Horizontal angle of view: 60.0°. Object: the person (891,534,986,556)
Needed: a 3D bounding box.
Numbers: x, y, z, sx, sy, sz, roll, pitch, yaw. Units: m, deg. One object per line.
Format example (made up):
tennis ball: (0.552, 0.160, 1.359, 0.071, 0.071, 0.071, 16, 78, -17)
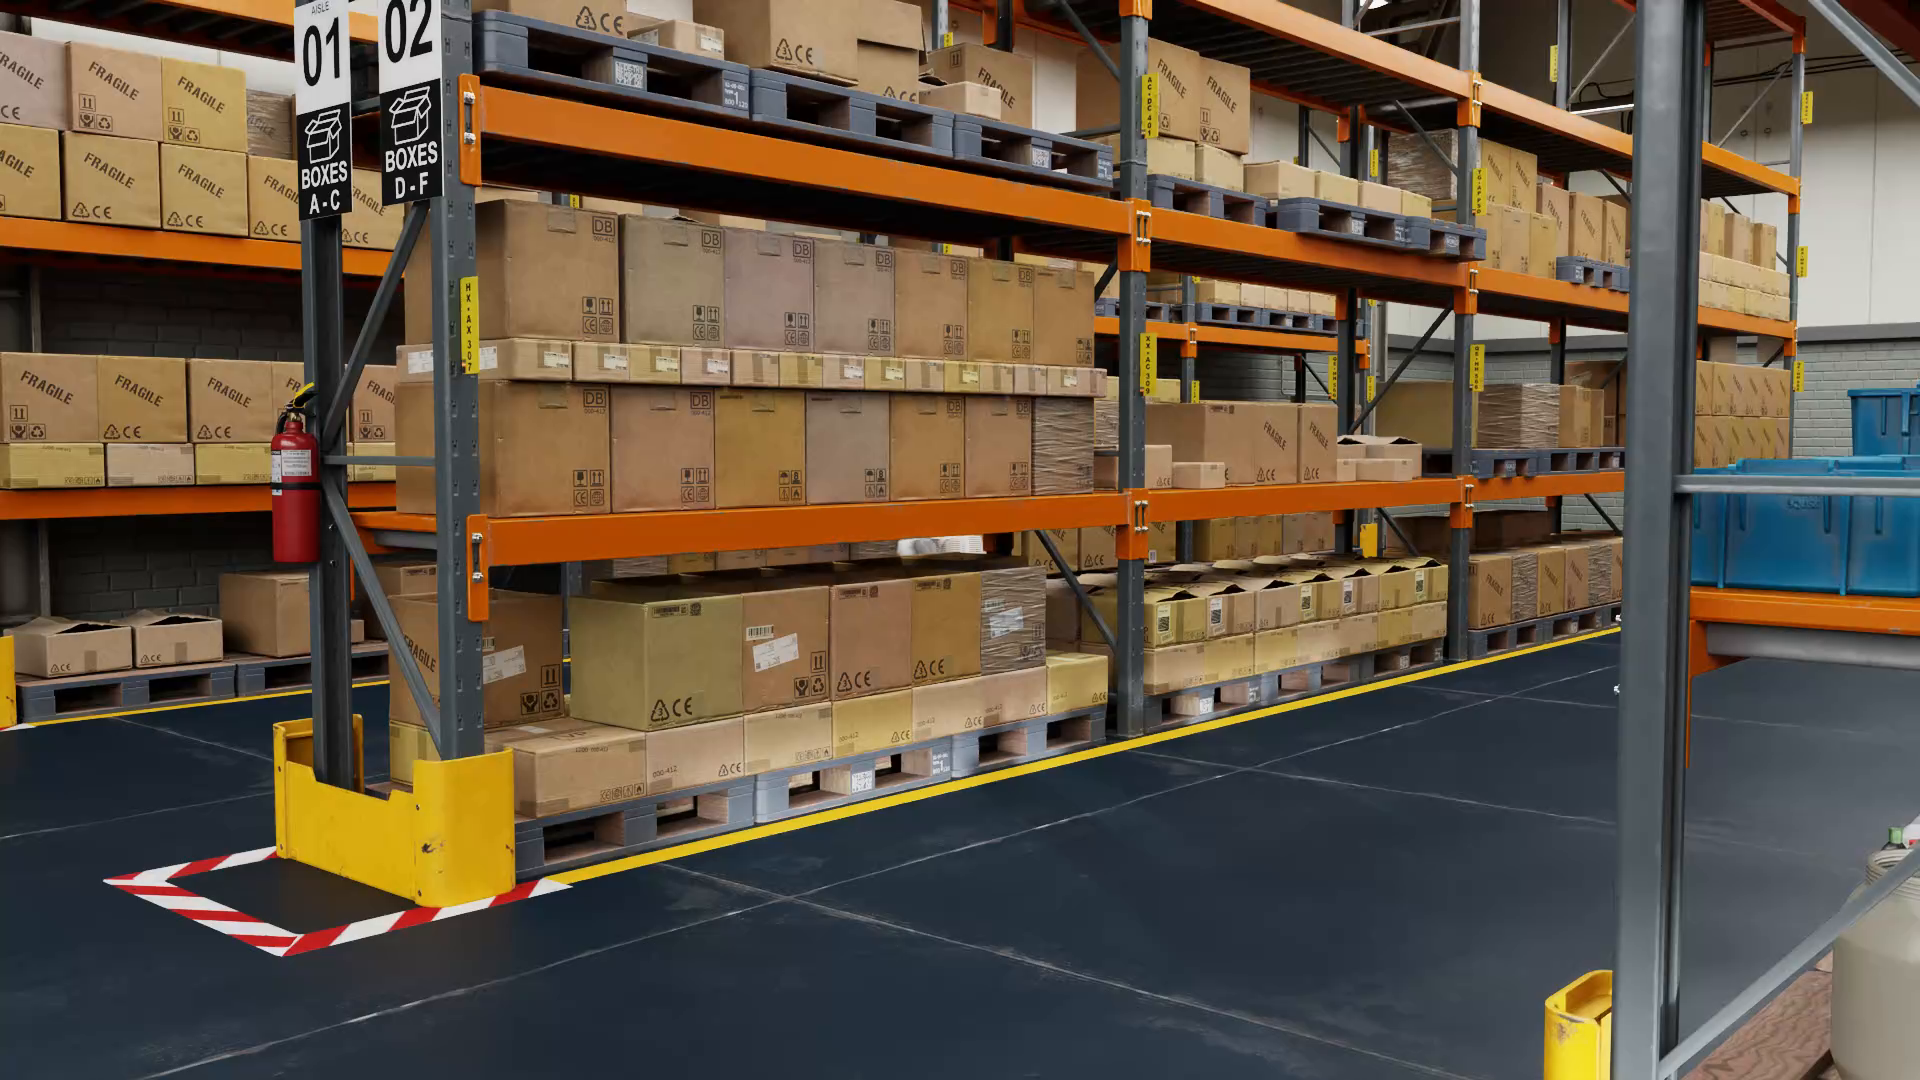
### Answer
person: (-0.209, 0.272, 13.229, 1.015, 1.023, 0.544, 3, 5, 39)
